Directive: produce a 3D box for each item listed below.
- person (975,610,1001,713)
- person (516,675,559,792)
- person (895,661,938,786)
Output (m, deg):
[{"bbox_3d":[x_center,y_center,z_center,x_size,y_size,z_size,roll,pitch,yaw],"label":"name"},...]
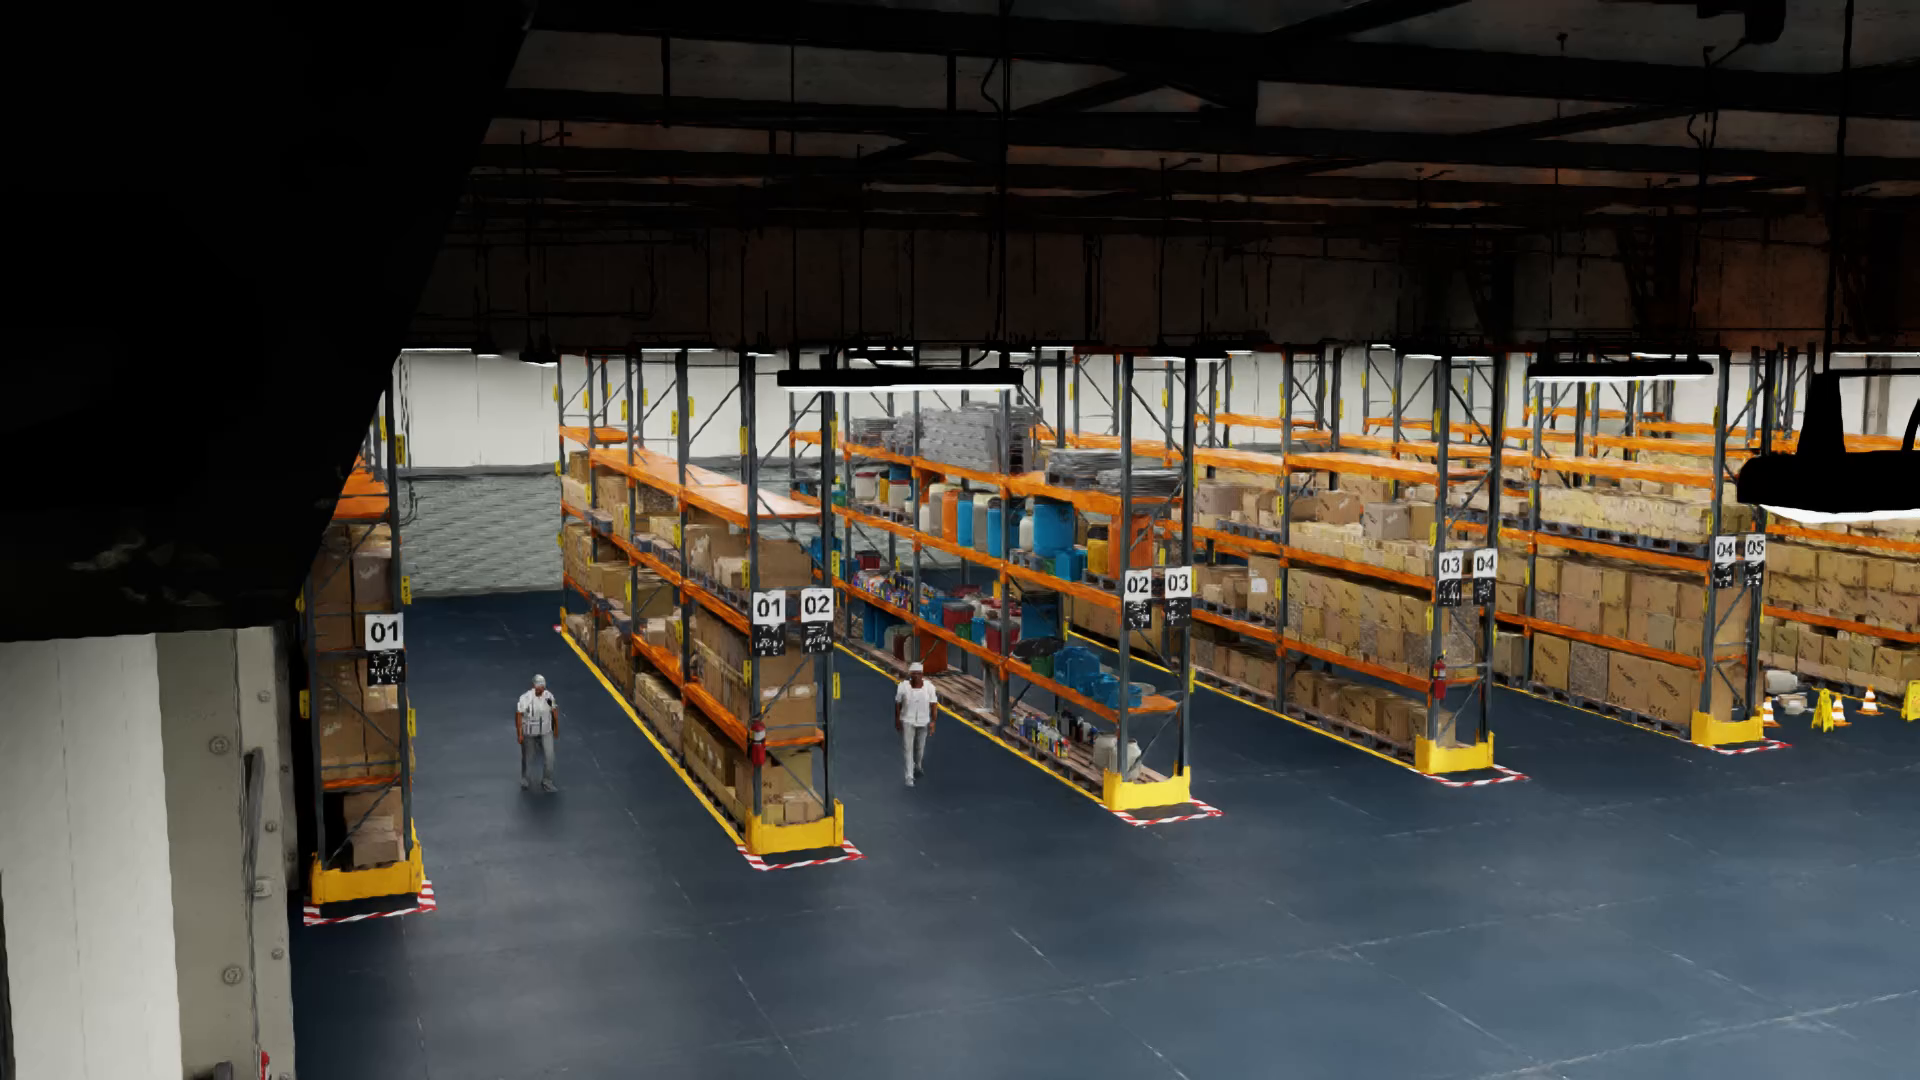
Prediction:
[{"bbox_3d":[0.535,1.945,26.496,0.483,1.654,0.527,-4,8,-28],"label":"person"},{"bbox_3d":[-5.841,2.625,22.927,0.605,1.628,0.702,-4,8,-29],"label":"person"},{"bbox_3d":[-0.601,2.532,23.226,0.571,1.706,1.042,-1,7,-11],"label":"person"}]
